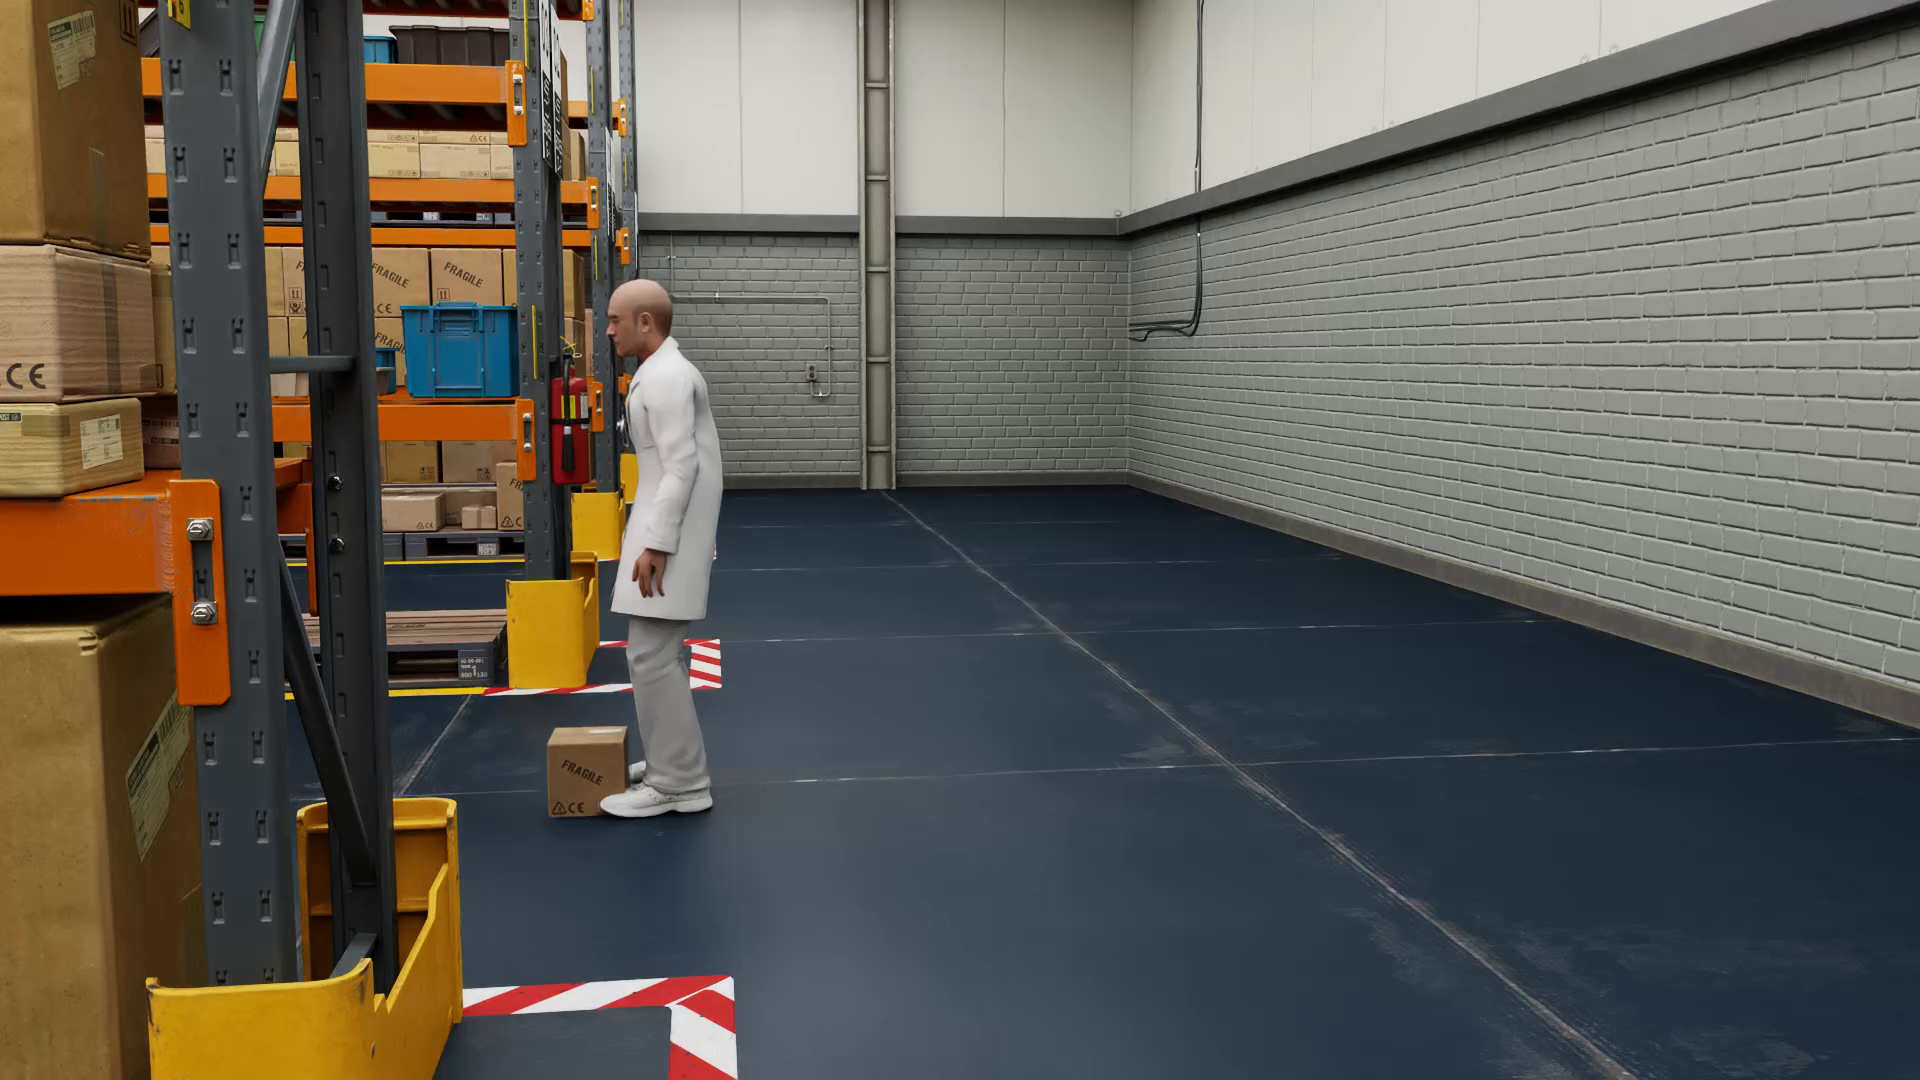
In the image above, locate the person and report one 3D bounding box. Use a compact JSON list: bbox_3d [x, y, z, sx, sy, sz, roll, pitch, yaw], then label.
[{"bbox_3d":[-1.011,0.020,5.599,0.427,1.773,0.628,-1,6,-11],"label":"person"}]
